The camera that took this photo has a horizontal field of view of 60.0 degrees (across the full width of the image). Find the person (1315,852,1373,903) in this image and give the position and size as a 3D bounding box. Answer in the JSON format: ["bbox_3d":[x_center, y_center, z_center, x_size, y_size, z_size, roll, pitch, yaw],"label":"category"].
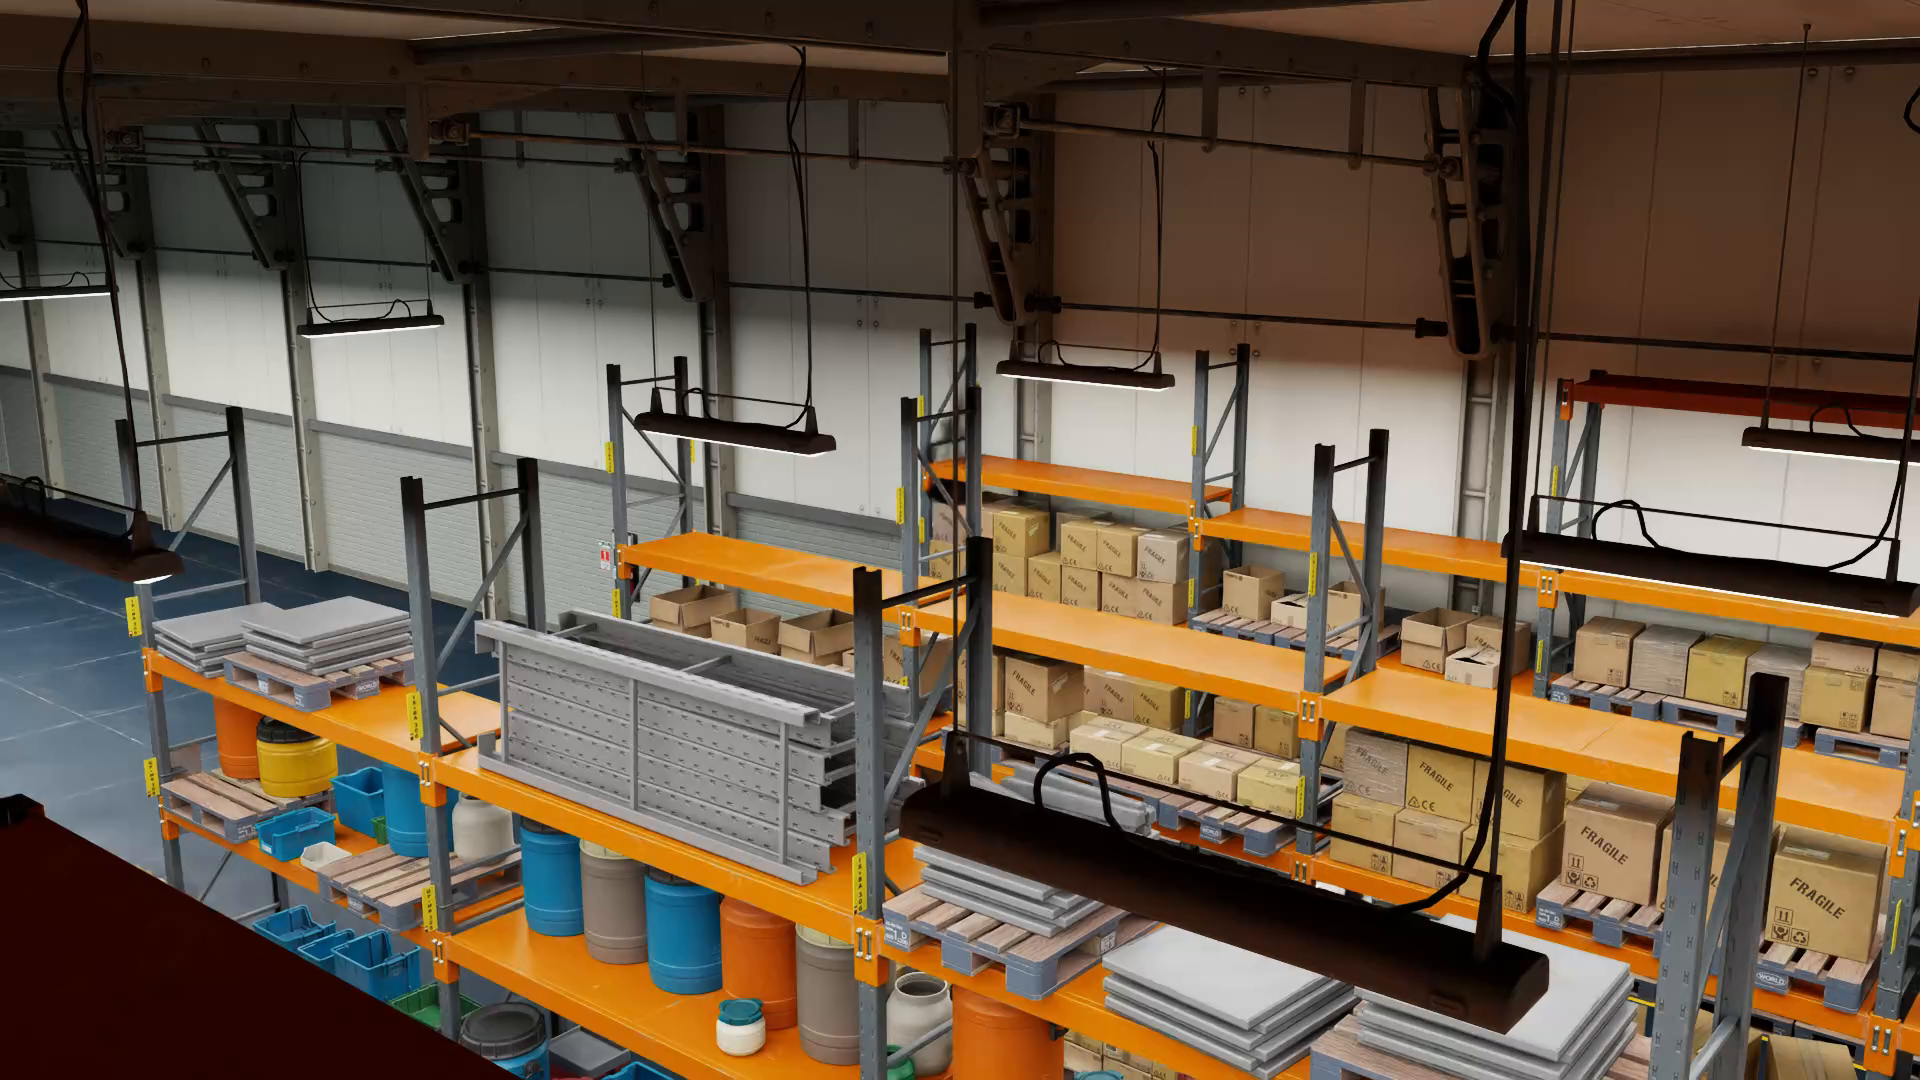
[{"bbox_3d":[3.501,3.763,15.710,0.848,1.704,0.692,7,14,27],"label":"person"}]
